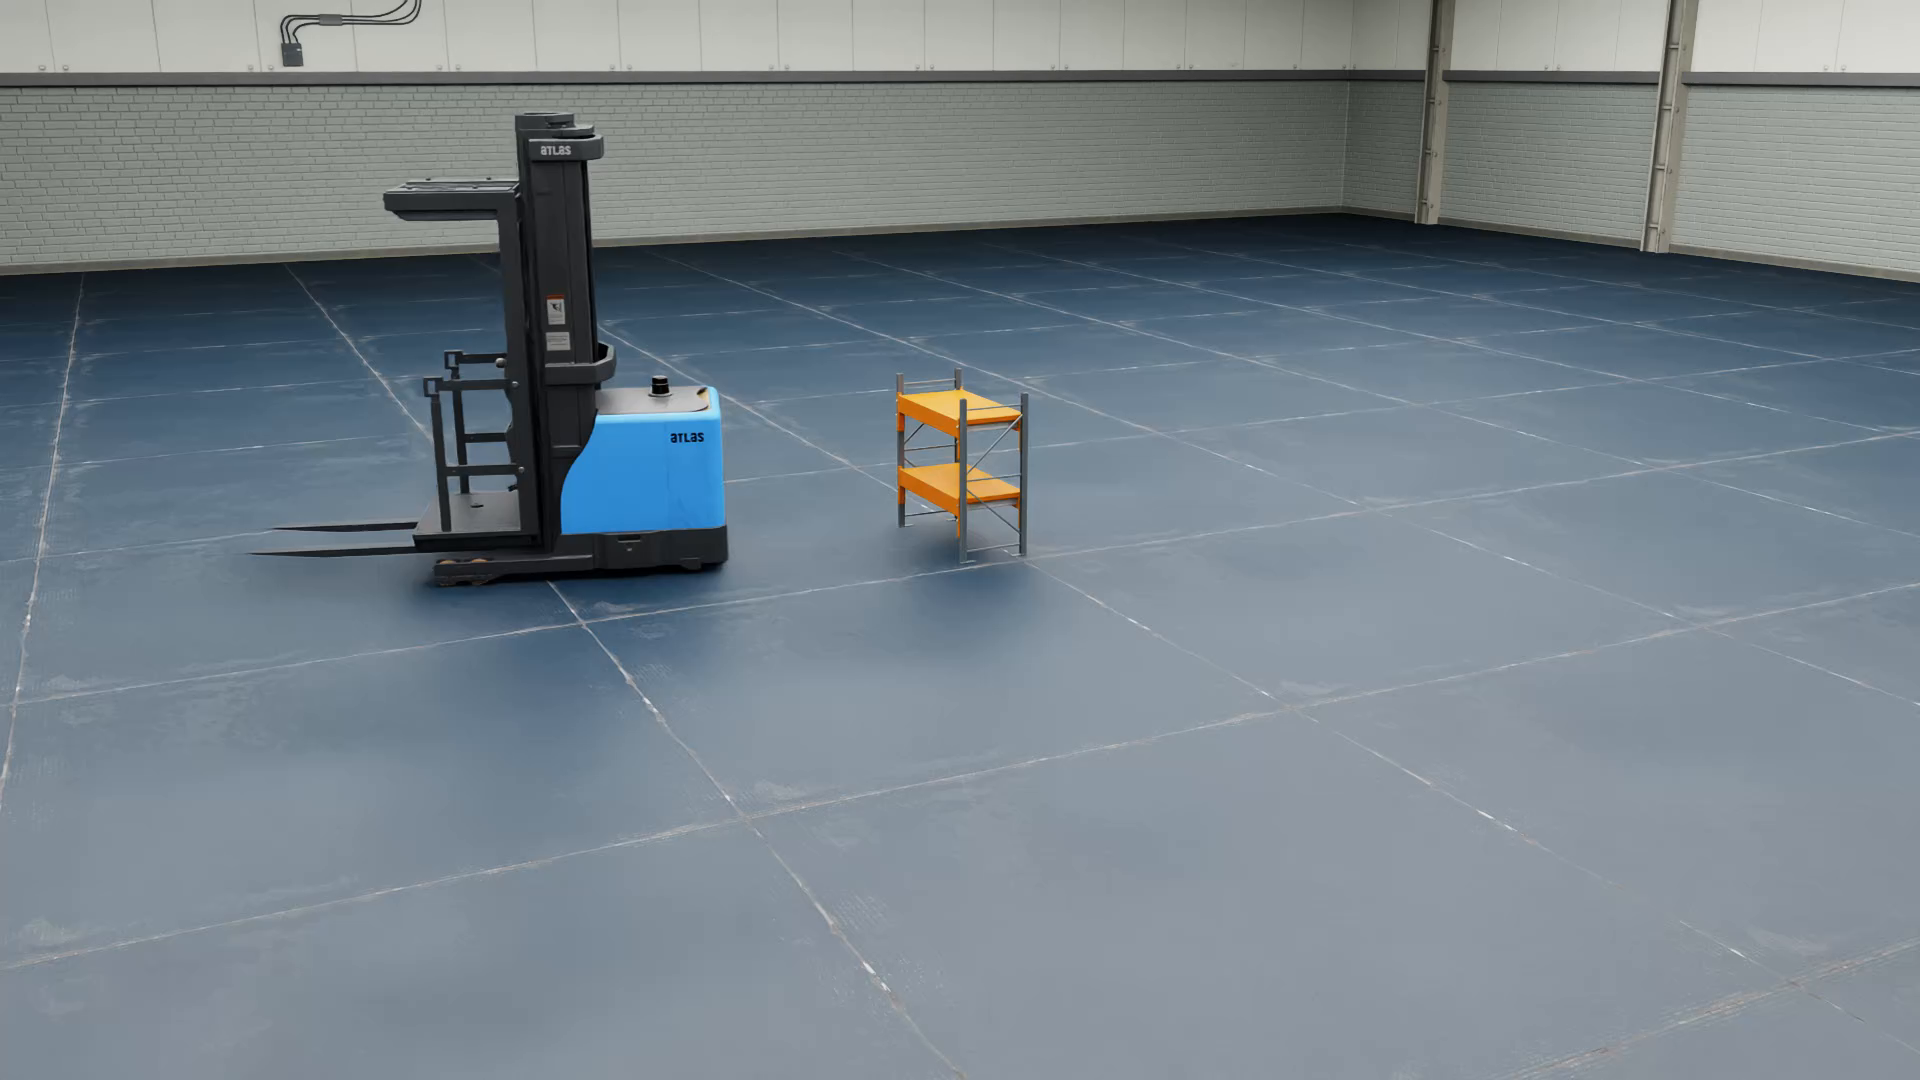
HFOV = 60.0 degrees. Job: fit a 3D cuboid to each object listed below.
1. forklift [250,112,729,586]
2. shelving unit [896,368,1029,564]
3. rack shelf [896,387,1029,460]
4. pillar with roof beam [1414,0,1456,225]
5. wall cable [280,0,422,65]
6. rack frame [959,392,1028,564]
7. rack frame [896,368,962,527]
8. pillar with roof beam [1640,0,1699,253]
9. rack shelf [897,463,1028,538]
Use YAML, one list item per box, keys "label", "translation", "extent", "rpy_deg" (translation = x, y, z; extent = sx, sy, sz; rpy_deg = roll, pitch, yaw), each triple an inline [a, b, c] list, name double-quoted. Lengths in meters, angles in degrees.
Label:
- label: "forklift"
  translation: [-3.106, -1.268, 10.856]
  extent: [3.031, 2.935, 1.130]
  rpy_deg: [-3, 16, -9]
- label: "shelving unit"
  translation: [0.003, -0.539, 11.590]
  extent: [0.538, 1.125, 1.048]
  rpy_deg: [-8, 18, -25]
- label: "rack shelf"
  translation: [0.003, -0.820, 11.509]
  extent: [0.538, 0.278, 1.000]
  rpy_deg: [-8, 18, -25]
- label: "pillar with roof beam"
  translation: [5.917, -10.449, 31.847]
  extent: [9.100, 9.000, 0.400]
  rpy_deg: [-8, 18, -25]
- label: "wall cable"
  translation: [-10.090, -10.830, 27.012]
  extent: [2.305, 6.003, 0.169]
  rpy_deg: [-8, 18, -25]
- label: "rack frame"
  translation: [0.226, -0.413, 11.150]
  extent: [0.500, 1.125, 0.032]
  rpy_deg: [-8, 18, -25]
- label: "rack frame"
  translation: [-0.220, -0.665, 12.029]
  extent: [0.500, 1.125, 0.032]
  rpy_deg: [-8, 18, -25]
- label: "pillar with roof beam"
  translation: [8.546, -8.961, 26.662]
  extent: [9.100, 9.000, 0.400]
  rpy_deg: [-8, 18, -25]
- label: "rack shelf"
  translation: [0.003, -0.304, 11.657]
  extent: [0.538, 0.278, 1.000]
  rpy_deg: [-8, 18, -25]
